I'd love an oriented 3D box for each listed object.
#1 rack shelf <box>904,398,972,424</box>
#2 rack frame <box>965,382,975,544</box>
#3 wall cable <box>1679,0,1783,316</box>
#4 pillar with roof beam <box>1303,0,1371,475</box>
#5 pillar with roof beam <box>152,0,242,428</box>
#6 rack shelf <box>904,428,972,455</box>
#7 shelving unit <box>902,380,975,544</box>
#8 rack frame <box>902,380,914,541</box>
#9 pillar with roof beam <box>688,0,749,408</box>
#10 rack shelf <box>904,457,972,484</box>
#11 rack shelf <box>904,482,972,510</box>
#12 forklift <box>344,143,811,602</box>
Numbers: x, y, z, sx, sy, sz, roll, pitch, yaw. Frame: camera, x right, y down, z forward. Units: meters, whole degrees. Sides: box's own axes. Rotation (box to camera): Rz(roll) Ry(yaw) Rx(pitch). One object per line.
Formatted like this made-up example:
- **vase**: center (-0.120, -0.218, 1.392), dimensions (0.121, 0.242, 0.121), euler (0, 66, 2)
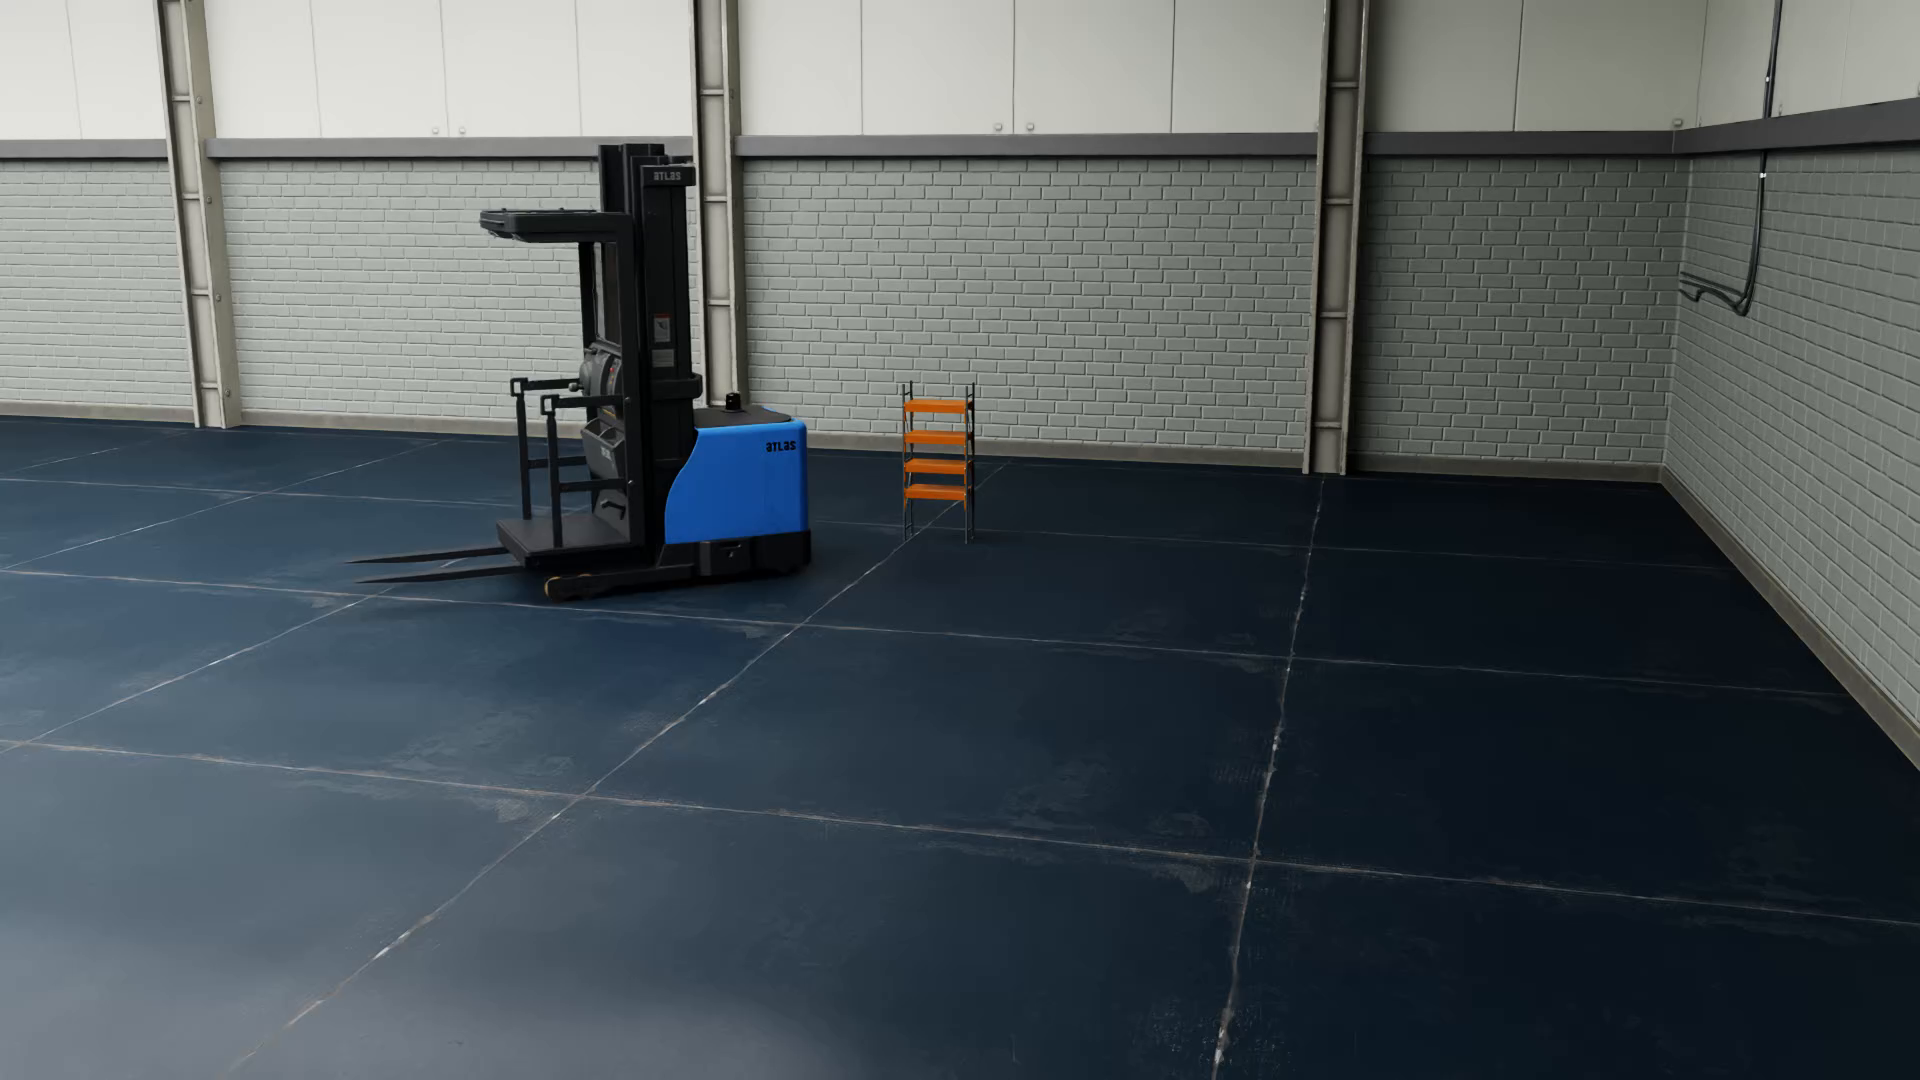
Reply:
- **rack shelf**: center (-0.161, -0.978, 12.557), dimensions (0.480, 0.148, 0.258), euler (3, 13, 14)
- **rack frame**: center (0.076, -0.582, 12.585), dimensions (0.015, 1.200, 0.240), euler (3, 13, 14)
- **wall cable**: center (5.976, -3.092, 13.065), dimensions (0.112, 2.526, 3.097), euler (3, 13, 14)
- **pillar with roof beam**: center (2.402, -4.134, 10.591), dimensions (0.400, 9.000, 9.100), euler (3, 13, 14)
- **pillar with roof beam**: center (-9.249, -4.757, 13.398), dimensions (0.400, 9.000, 9.100), euler (3, 13, 14)
- **rack shelf**: center (-0.161, -0.747, 12.609), dimensions (0.480, 0.148, 0.258), euler (3, 13, 14)
- **shelving unit**: center (-0.161, -0.594, 12.642), dimensions (0.503, 1.200, 0.258), euler (3, 13, 14)
- **rack frame**: center (-0.398, -0.607, 12.700), dimensions (0.015, 1.200, 0.240), euler (3, 13, 14)
- **pillar with roof beam**: center (-3.424, -4.445, 11.994), dimensions (0.400, 9.000, 9.100), euler (3, 13, 14)
- **rack shelf**: center (-0.161, -0.529, 12.657), dimensions (0.480, 0.148, 0.258), euler (3, 13, 14)
- **rack shelf**: center (-0.161, -0.335, 12.700), dimensions (0.480, 0.148, 0.258), euler (3, 13, 14)
- **forklift**: center (-2.603, -1.155, 11.174), dimensions (3.031, 2.935, 1.130), euler (-6, 14, -25)
